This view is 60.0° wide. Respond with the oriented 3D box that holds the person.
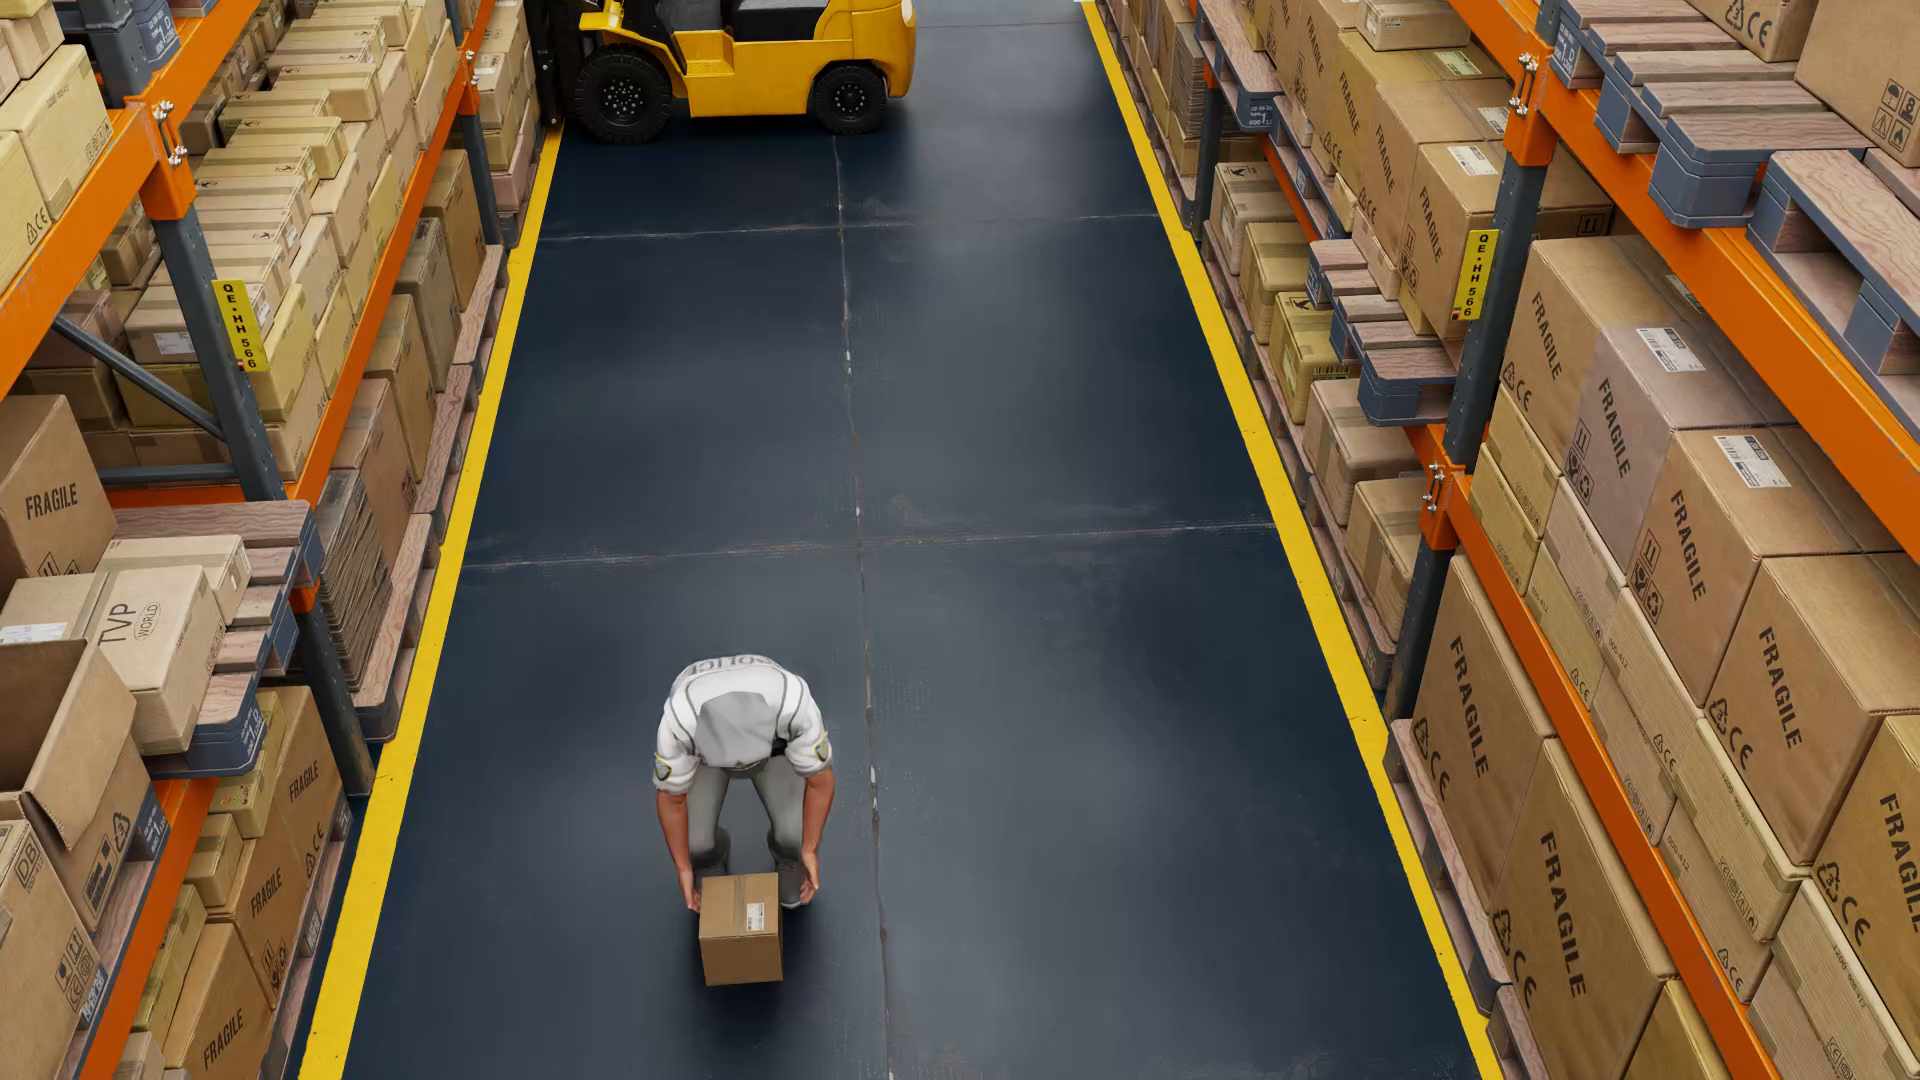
[{"bbox_3d":[-0.709,0.796,5.572,0.581,1.241,0.882,-3,39,-4],"label":"person"}]
